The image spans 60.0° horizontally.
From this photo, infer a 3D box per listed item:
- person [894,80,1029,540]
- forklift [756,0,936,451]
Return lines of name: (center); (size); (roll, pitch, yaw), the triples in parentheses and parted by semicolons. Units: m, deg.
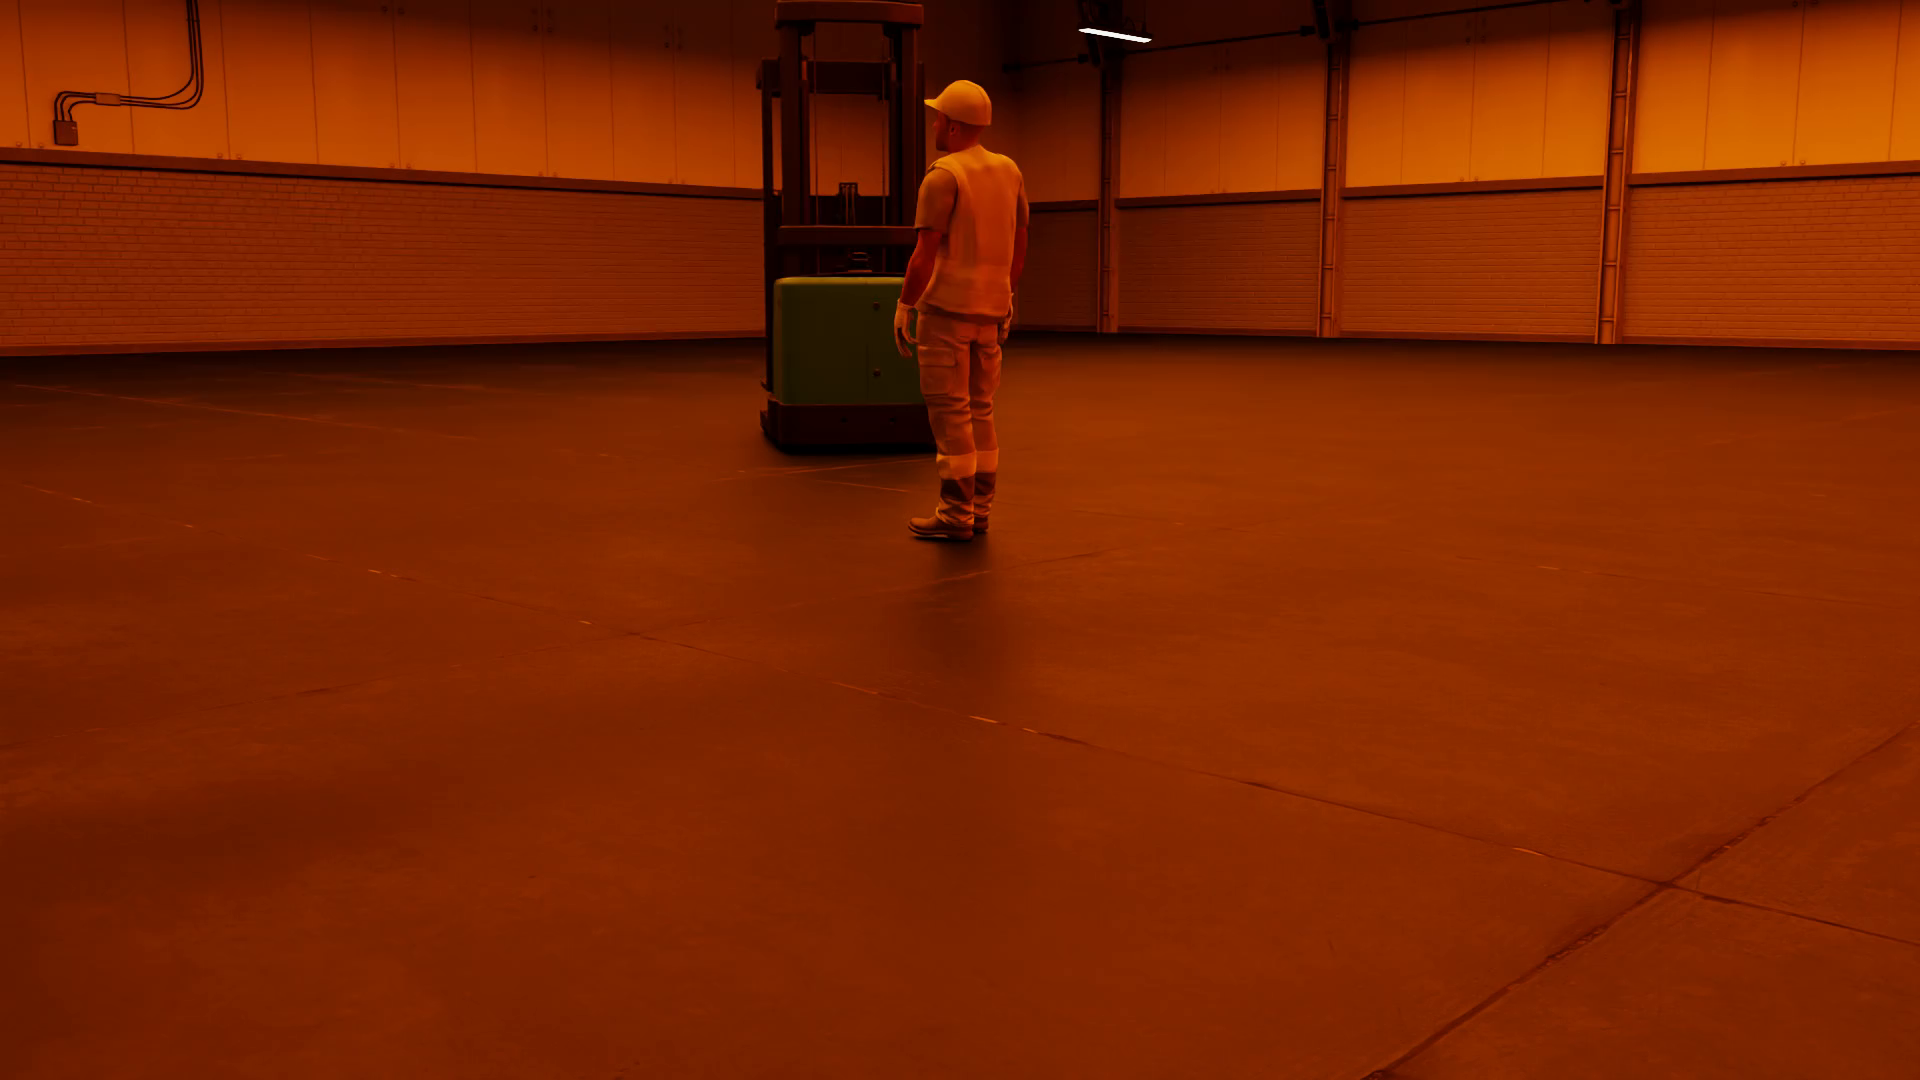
person: (-0.050, -0.902, 6.647); (0.562, 1.790, 0.637); (8, 12, 43)
forklift: (-0.814, -2.188, 11.403); (1.130, 2.935, 3.031); (-1, 9, -10)
